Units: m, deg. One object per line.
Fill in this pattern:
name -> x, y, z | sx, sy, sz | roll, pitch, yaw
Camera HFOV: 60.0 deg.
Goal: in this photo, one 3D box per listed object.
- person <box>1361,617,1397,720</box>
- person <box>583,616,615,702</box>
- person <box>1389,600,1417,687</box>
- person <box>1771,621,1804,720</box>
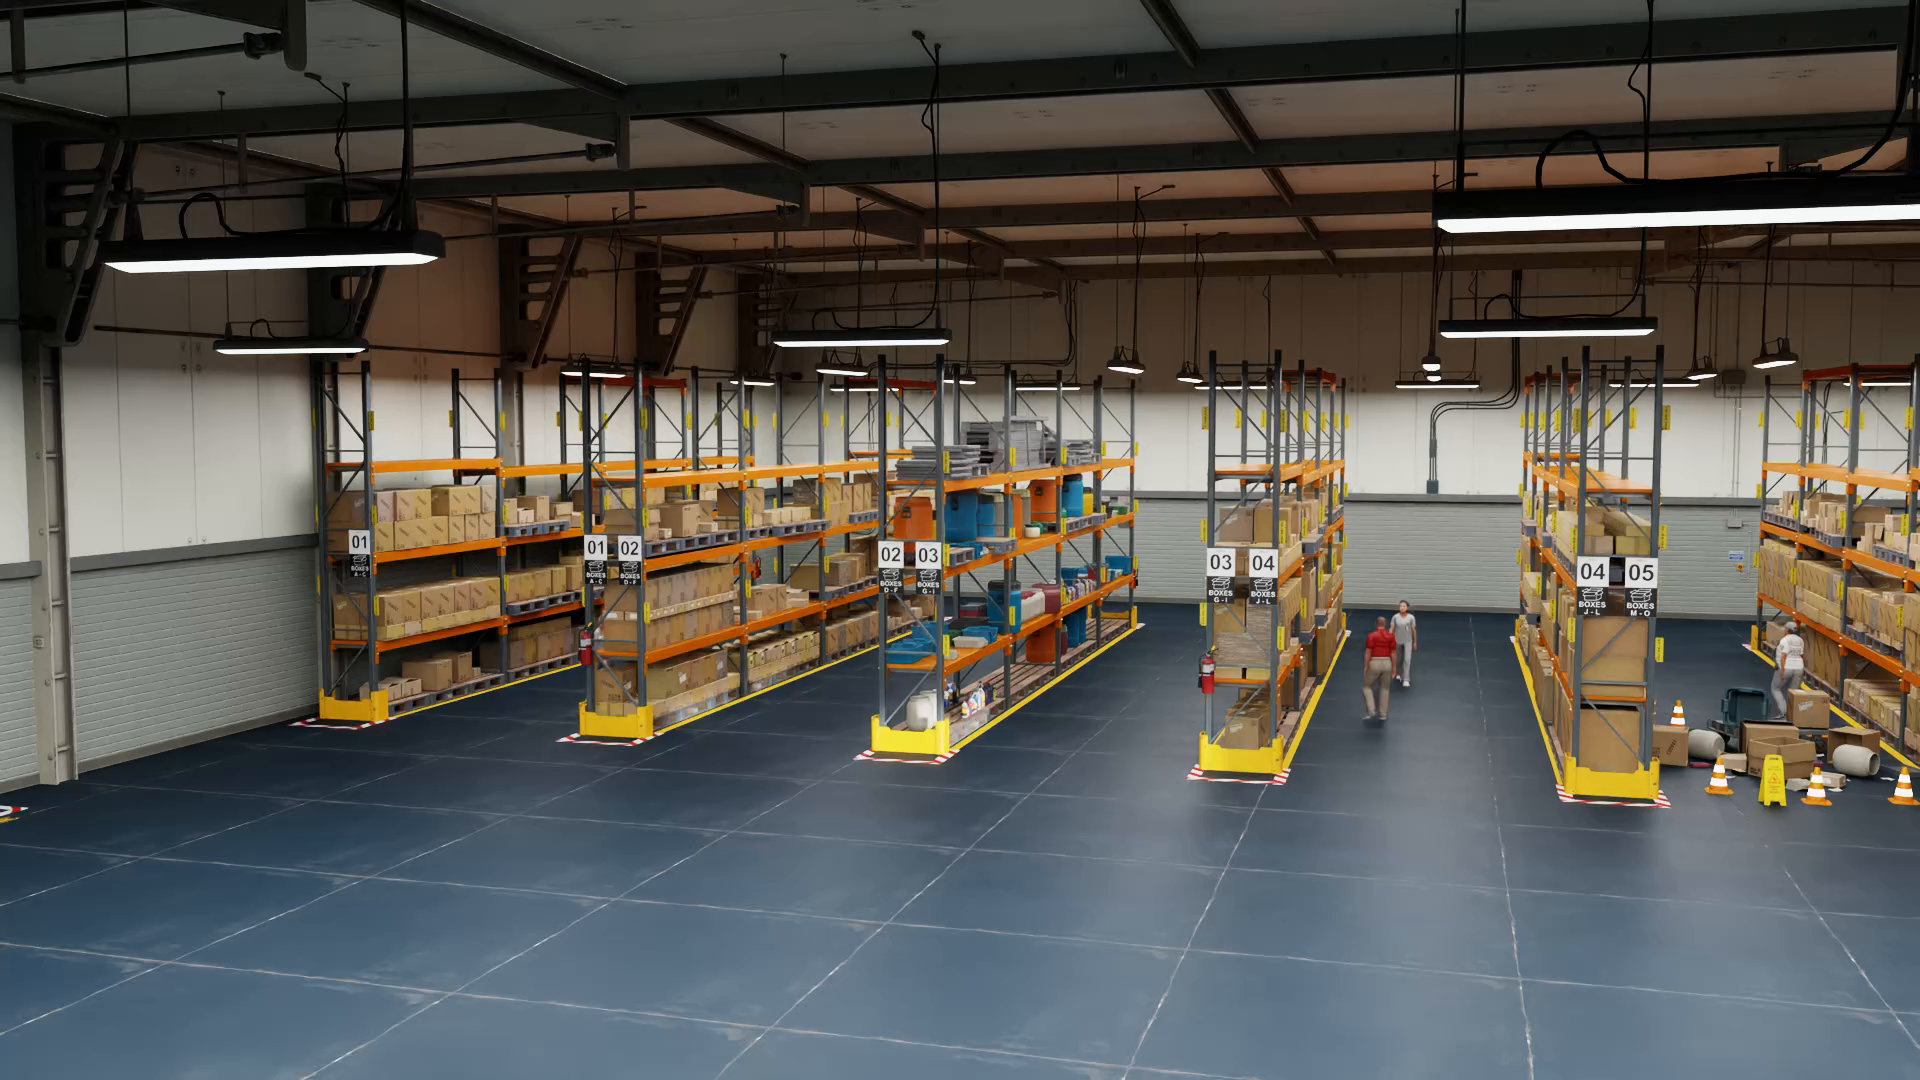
person -> 7.034, 2.167, 27.894 | 0.575, 1.769, 0.405 | -1, 4, -7
person -> -6.323, 2.111, 29.335 | 0.434, 1.546, 0.967 | 0, 4, 4
person -> 8.382, 1.937, 31.474 | 0.532, 1.612, 1.082 | 1, 4, 13
person -> 13.837, 2.205, 27.715 | 0.514, 1.684, 0.482 | -1, 4, -9
